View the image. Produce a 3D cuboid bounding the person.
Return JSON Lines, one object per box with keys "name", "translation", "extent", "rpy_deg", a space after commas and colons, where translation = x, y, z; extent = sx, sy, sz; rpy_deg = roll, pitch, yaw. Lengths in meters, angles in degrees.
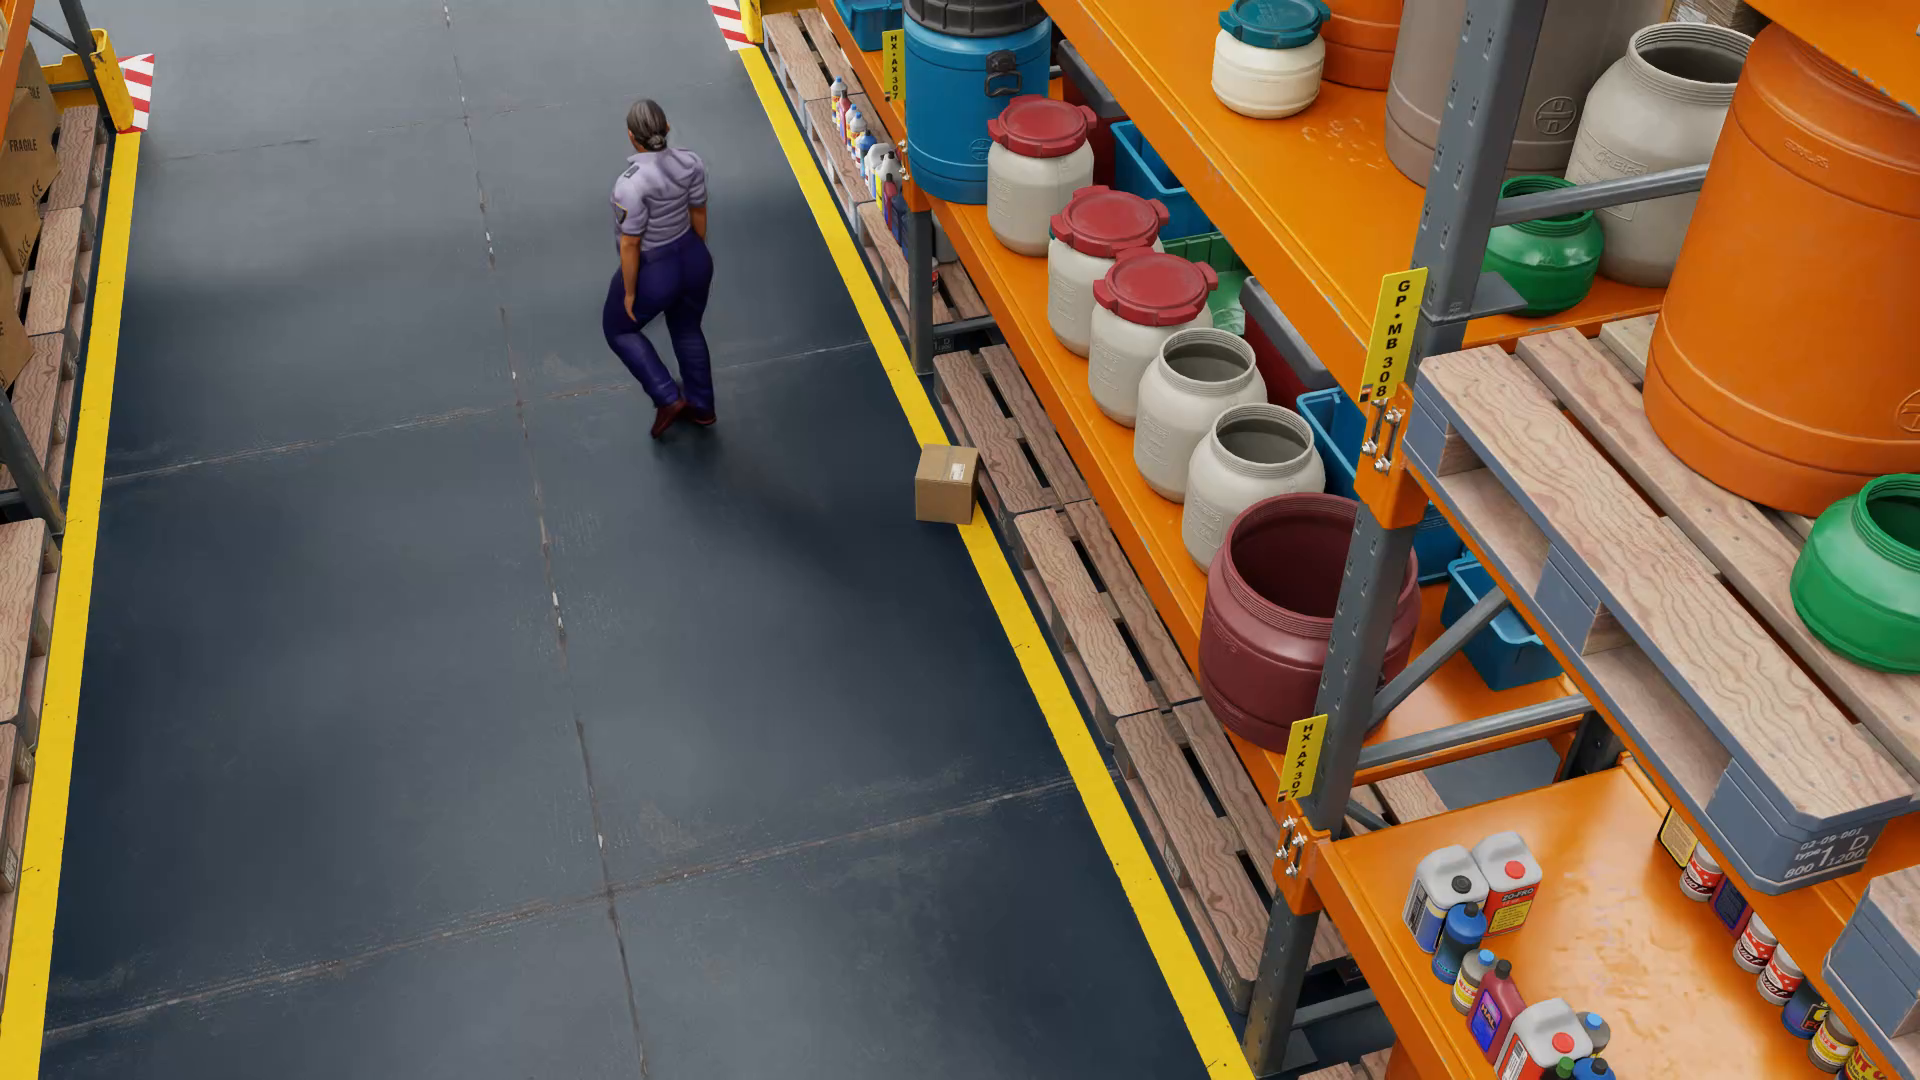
{"name": "person", "translation": [-1.356, -1.212, 7.478], "extent": [0.429, 1.674, 0.508], "rpy_deg": [32, 51, 30]}
